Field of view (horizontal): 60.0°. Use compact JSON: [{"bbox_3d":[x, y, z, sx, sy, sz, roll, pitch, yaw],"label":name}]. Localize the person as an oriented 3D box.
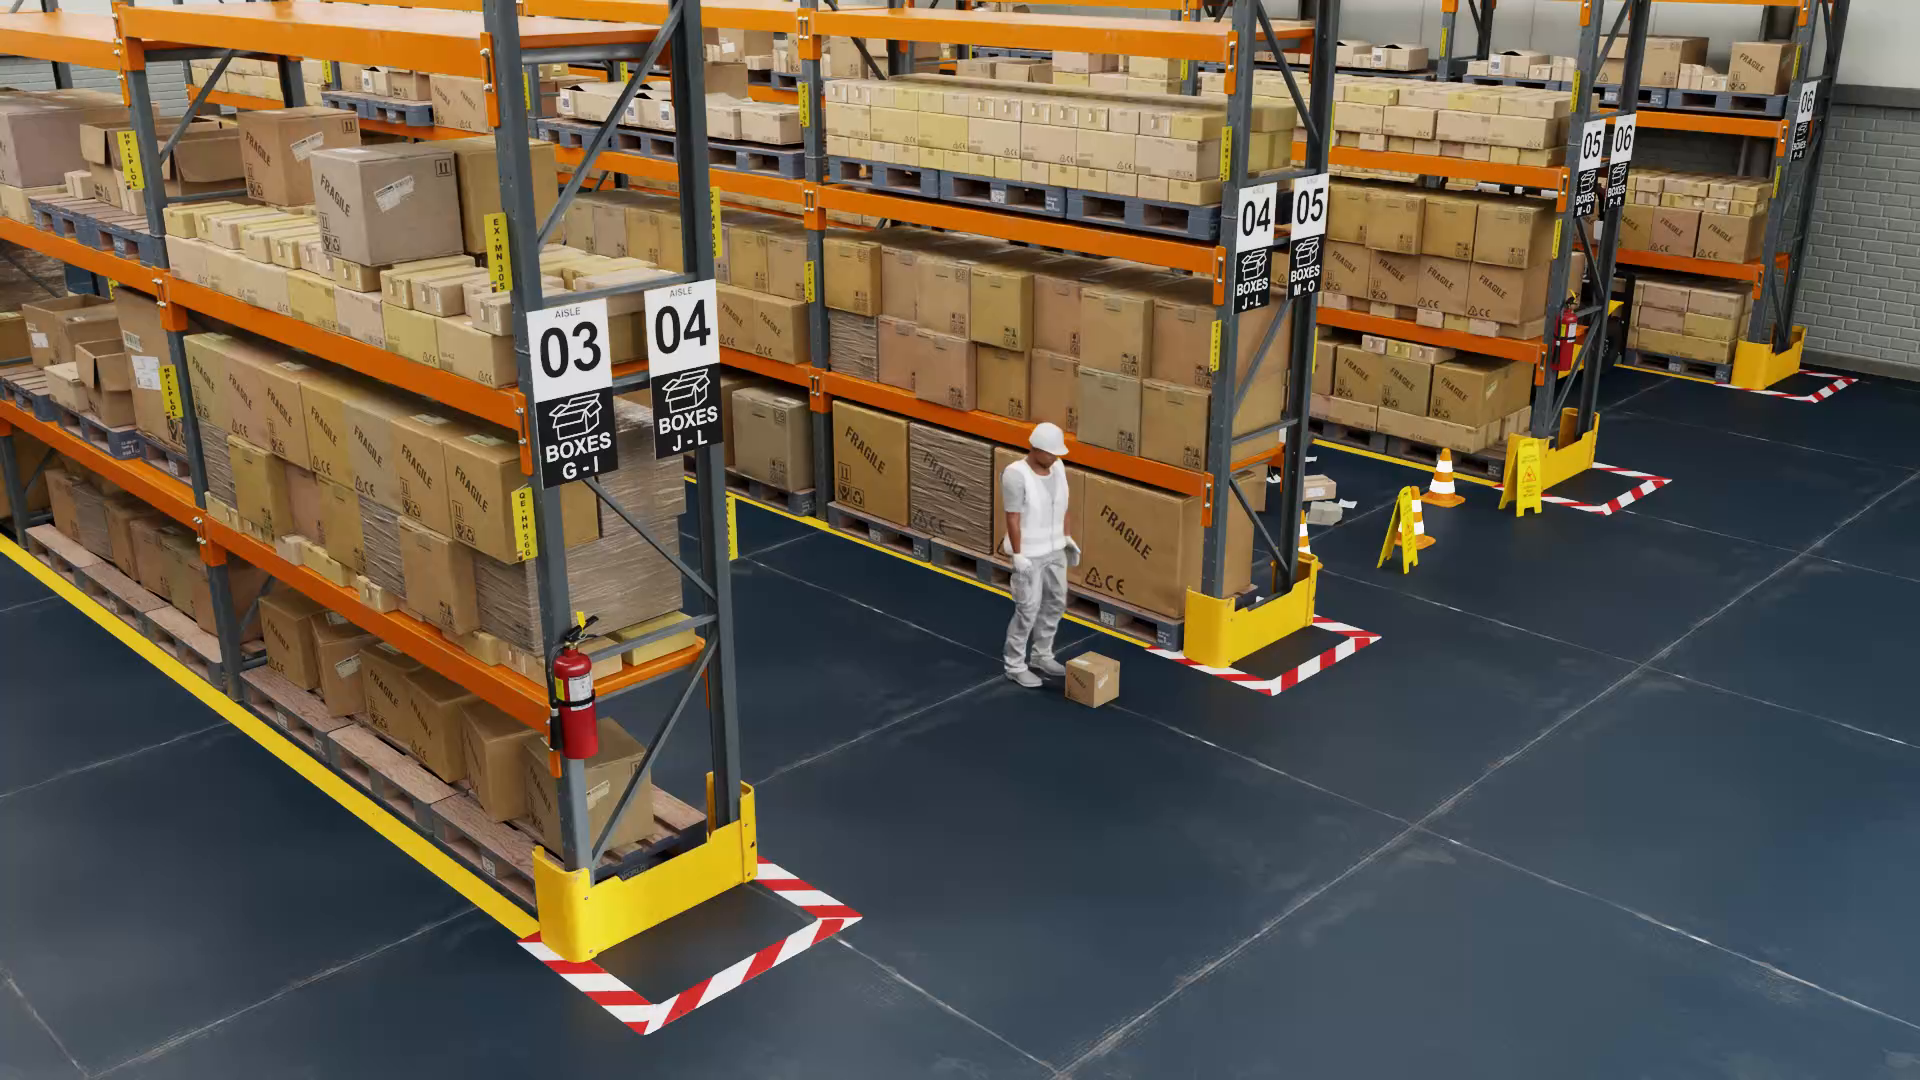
[{"bbox_3d":[0.522,0.075,10.874,0.554,1.769,0.379,-19,28,-41],"label":"person"}]
